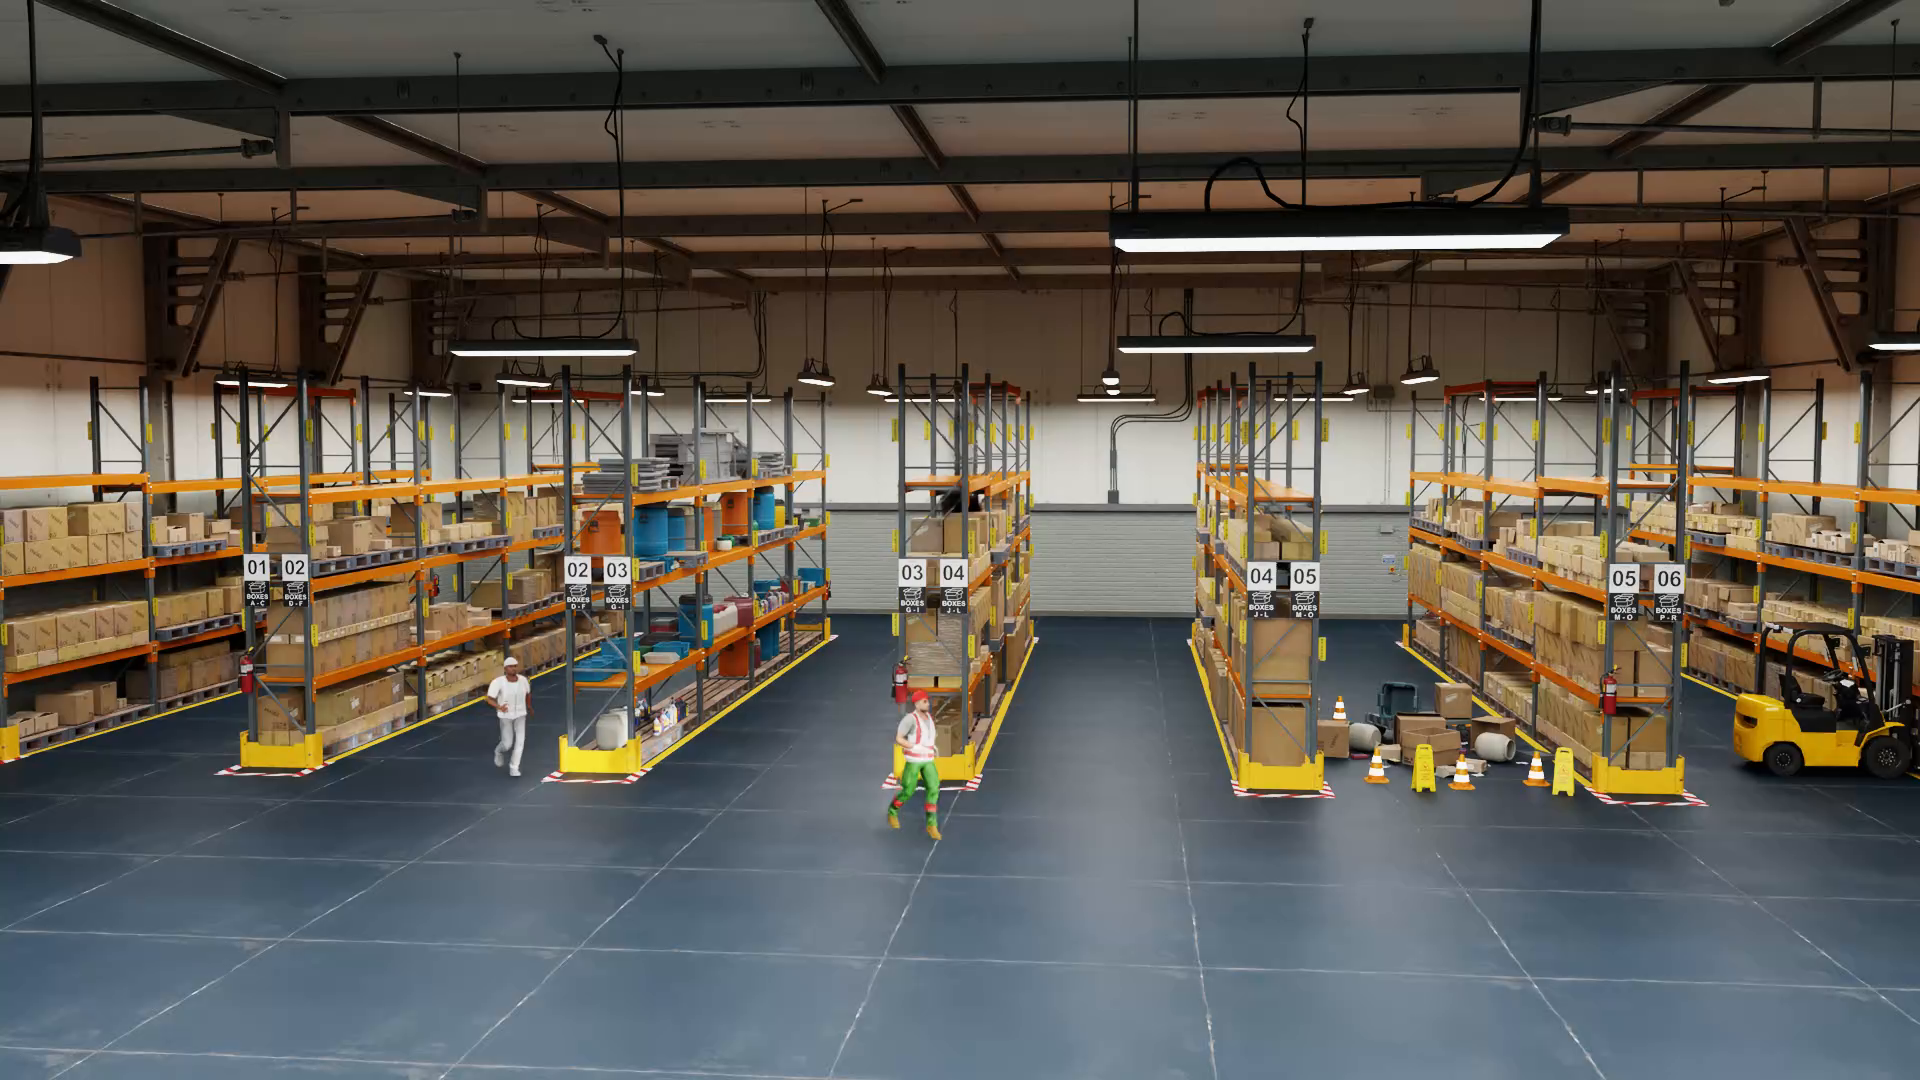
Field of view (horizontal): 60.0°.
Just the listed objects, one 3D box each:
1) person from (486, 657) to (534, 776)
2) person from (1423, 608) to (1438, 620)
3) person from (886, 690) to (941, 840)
[{"bbox_3d":[-6.585,2.574,24.372,0.699,1.728,0.687,-3,5,-36],"label":"person"},{"bbox_3d":[11.457,1.620,40.195,0.530,1.630,0.645,3,5,39],"label":"person"},{"bbox_3d":[-0.505,2.769,20.736,0.698,1.800,0.945,-3,5,-41],"label":"person"}]
